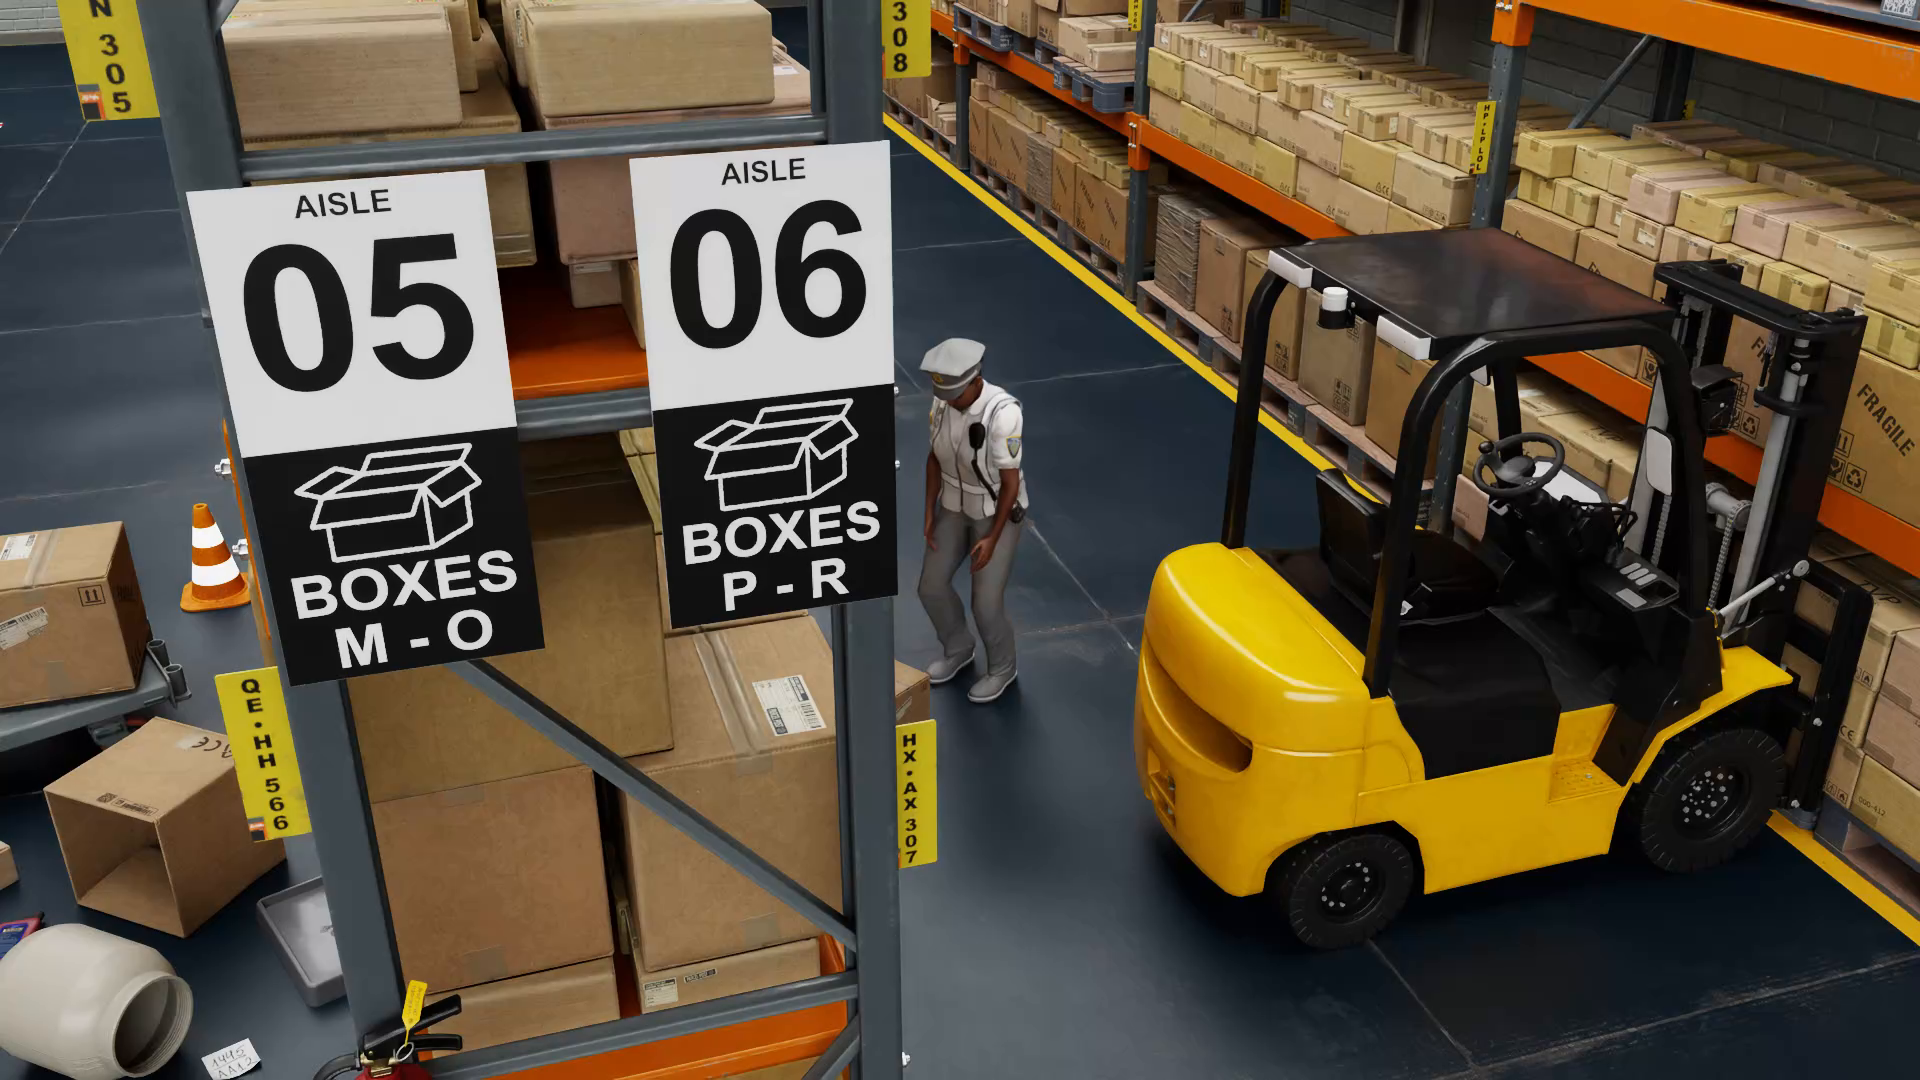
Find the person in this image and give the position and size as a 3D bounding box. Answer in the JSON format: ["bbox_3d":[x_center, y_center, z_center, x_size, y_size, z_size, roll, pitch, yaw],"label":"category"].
[{"bbox_3d":[0.056,-0.080,6.869,0.469,1.592,0.500,21,33,36],"label":"person"}]
